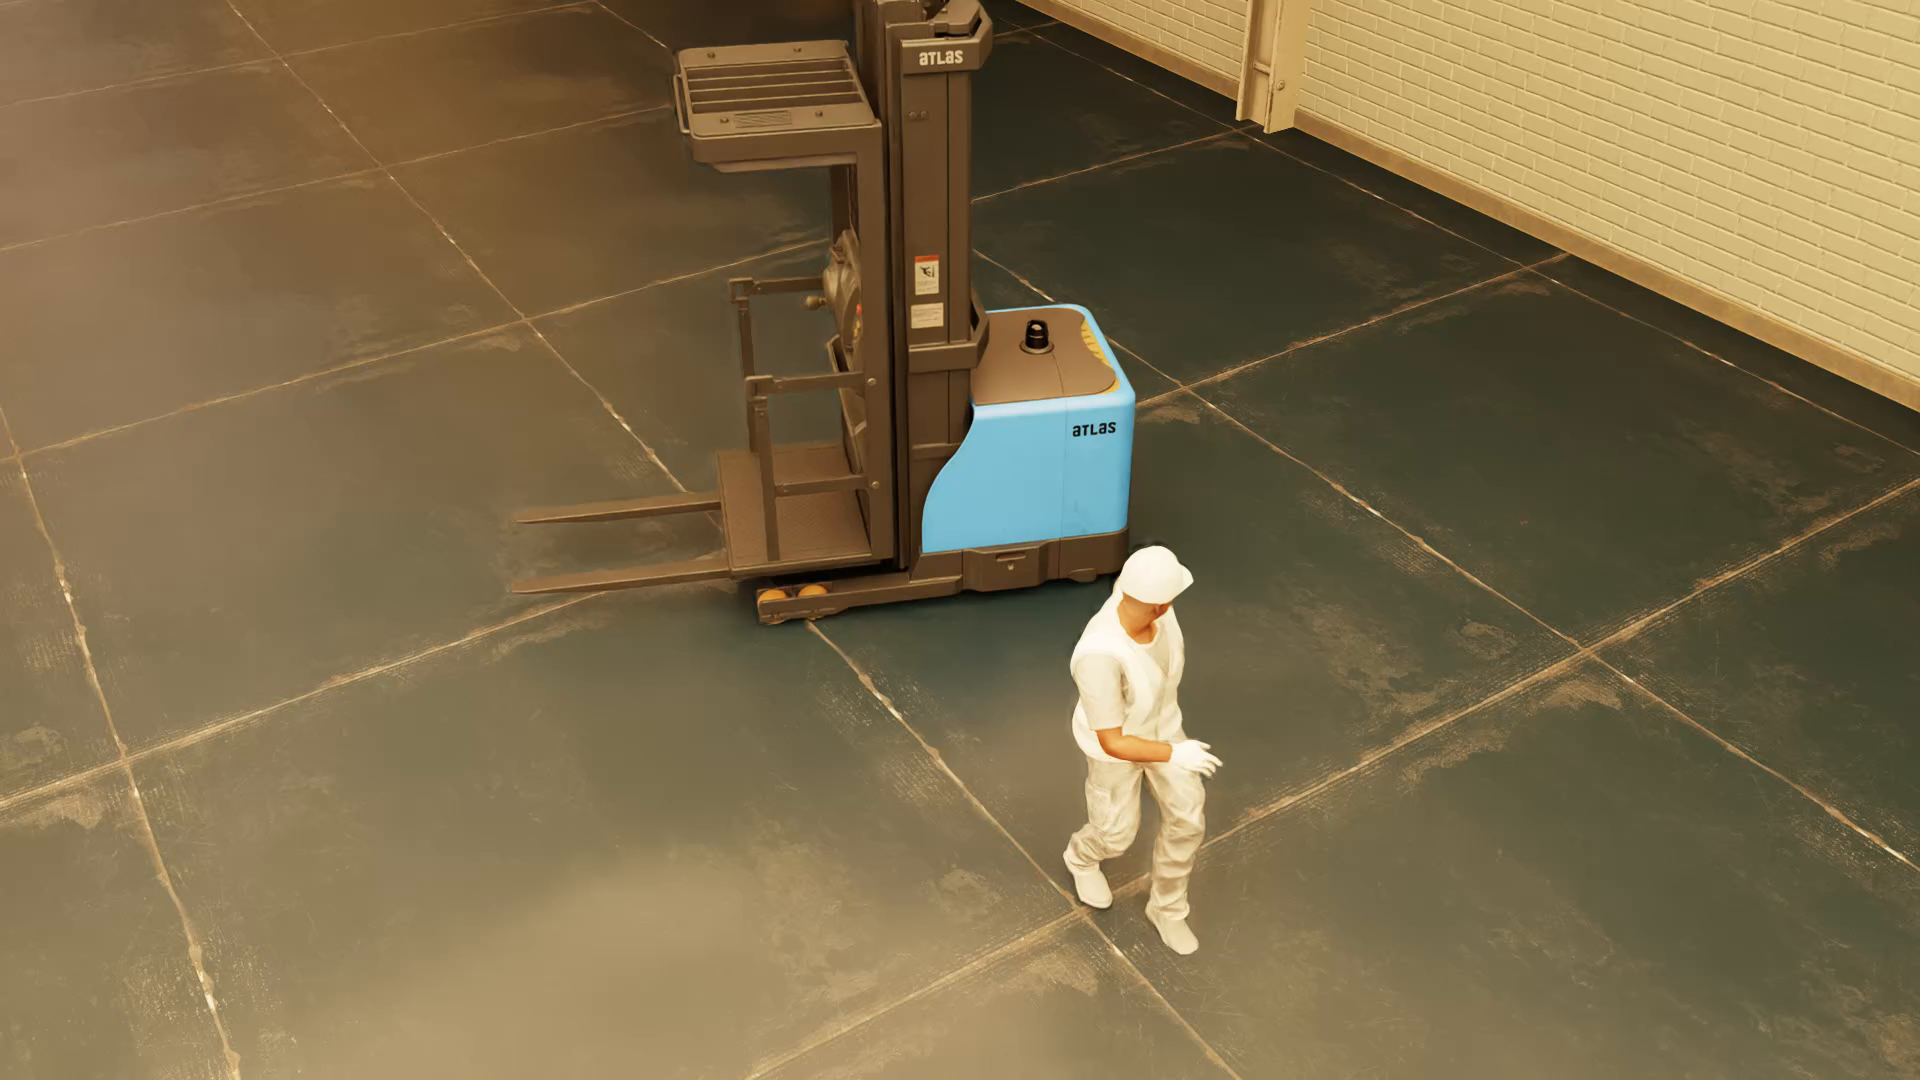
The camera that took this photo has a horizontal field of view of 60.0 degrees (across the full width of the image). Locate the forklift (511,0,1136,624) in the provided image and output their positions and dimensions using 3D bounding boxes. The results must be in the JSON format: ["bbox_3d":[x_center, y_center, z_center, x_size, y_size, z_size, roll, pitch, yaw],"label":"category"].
[{"bbox_3d":[-0.722,-1.120,7.742,3.031,2.935,1.130,-6,36,-9],"label":"forklift"}]

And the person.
[{"bbox_3d":[0.623,0.747,6.191,0.620,1.775,0.869,-24,42,-30],"label":"person"}]
